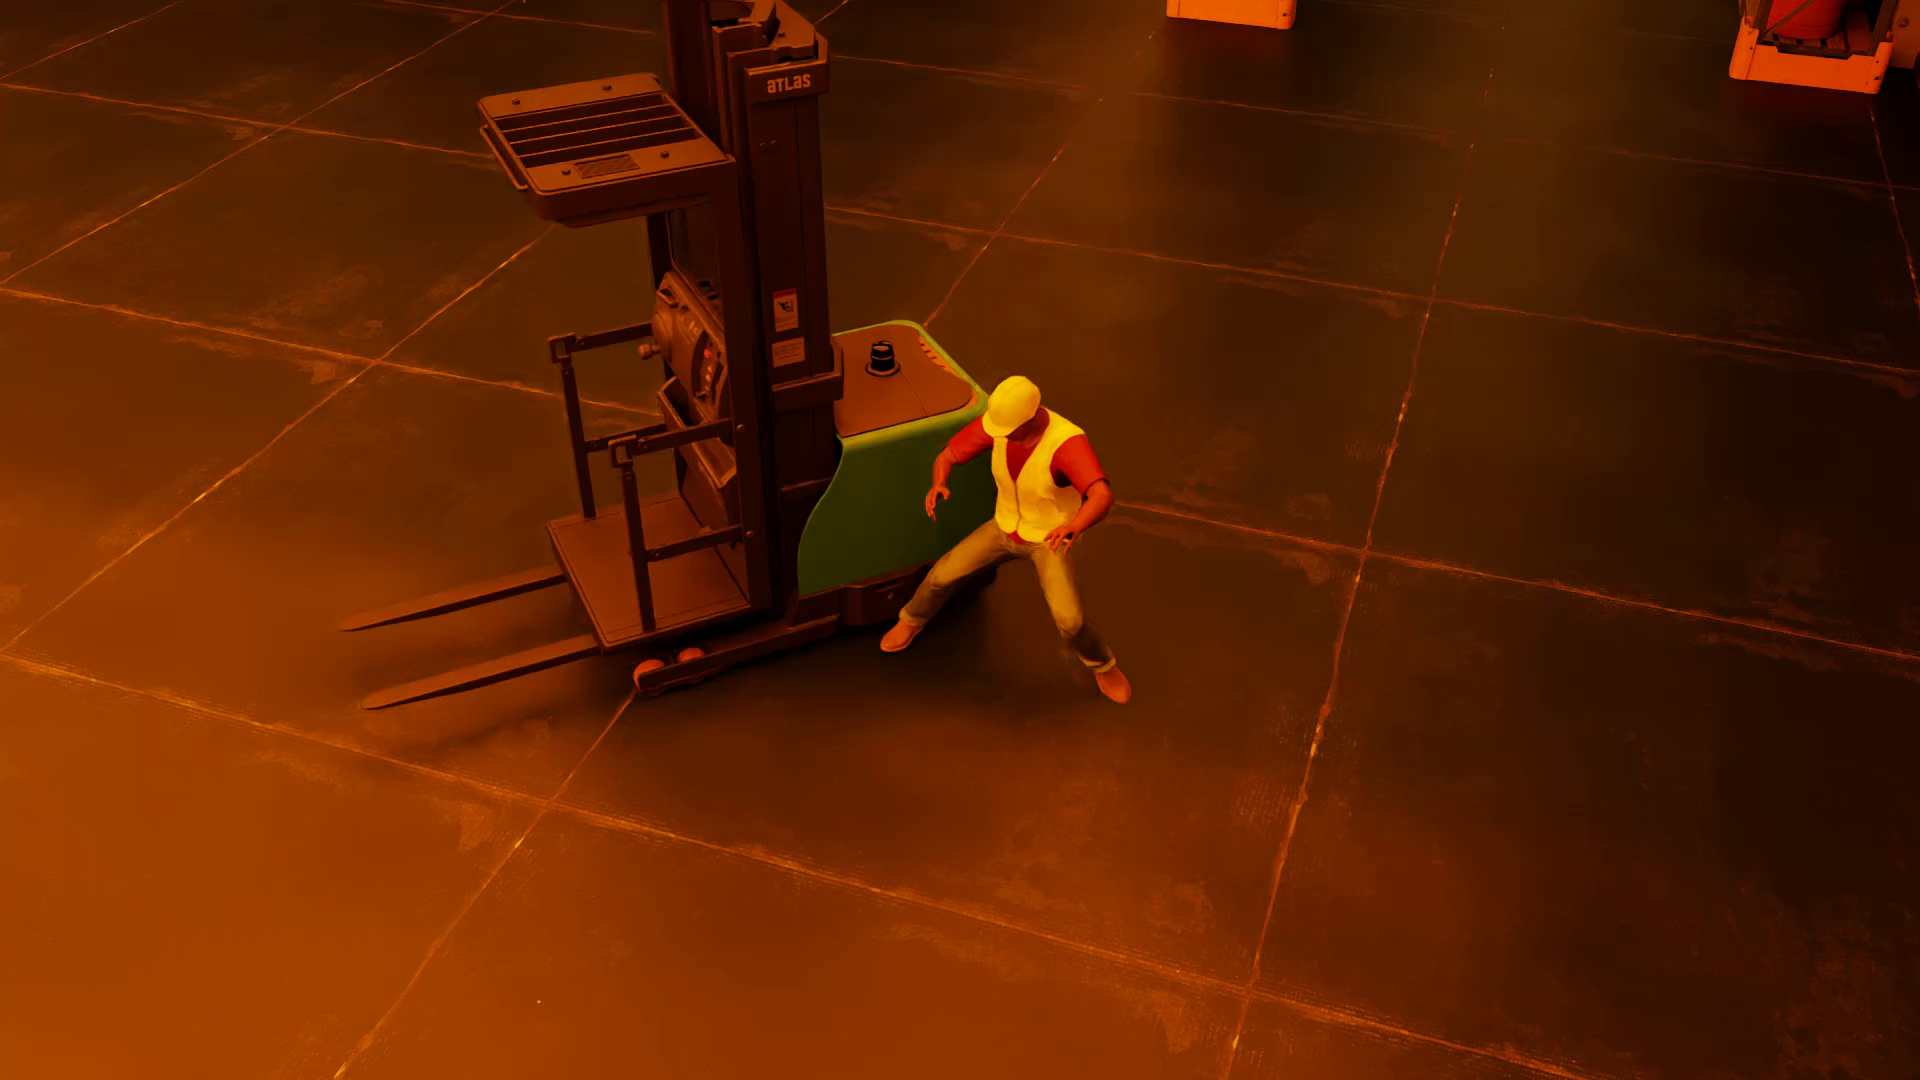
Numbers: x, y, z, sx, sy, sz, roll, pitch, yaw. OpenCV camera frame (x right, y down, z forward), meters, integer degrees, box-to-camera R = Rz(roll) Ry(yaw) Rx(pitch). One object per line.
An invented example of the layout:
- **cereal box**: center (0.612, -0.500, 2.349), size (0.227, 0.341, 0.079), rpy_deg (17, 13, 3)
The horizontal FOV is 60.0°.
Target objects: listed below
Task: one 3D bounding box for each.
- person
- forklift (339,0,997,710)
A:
- **person**: center (0.229, -0.017, 7.378), size (1.155, 1.553, 0.704), rpy_deg (27, 44, 33)
- **forklift**: center (-1.373, -0.831, 7.282), size (3.031, 2.935, 1.130), rpy_deg (-15, 38, -21)
